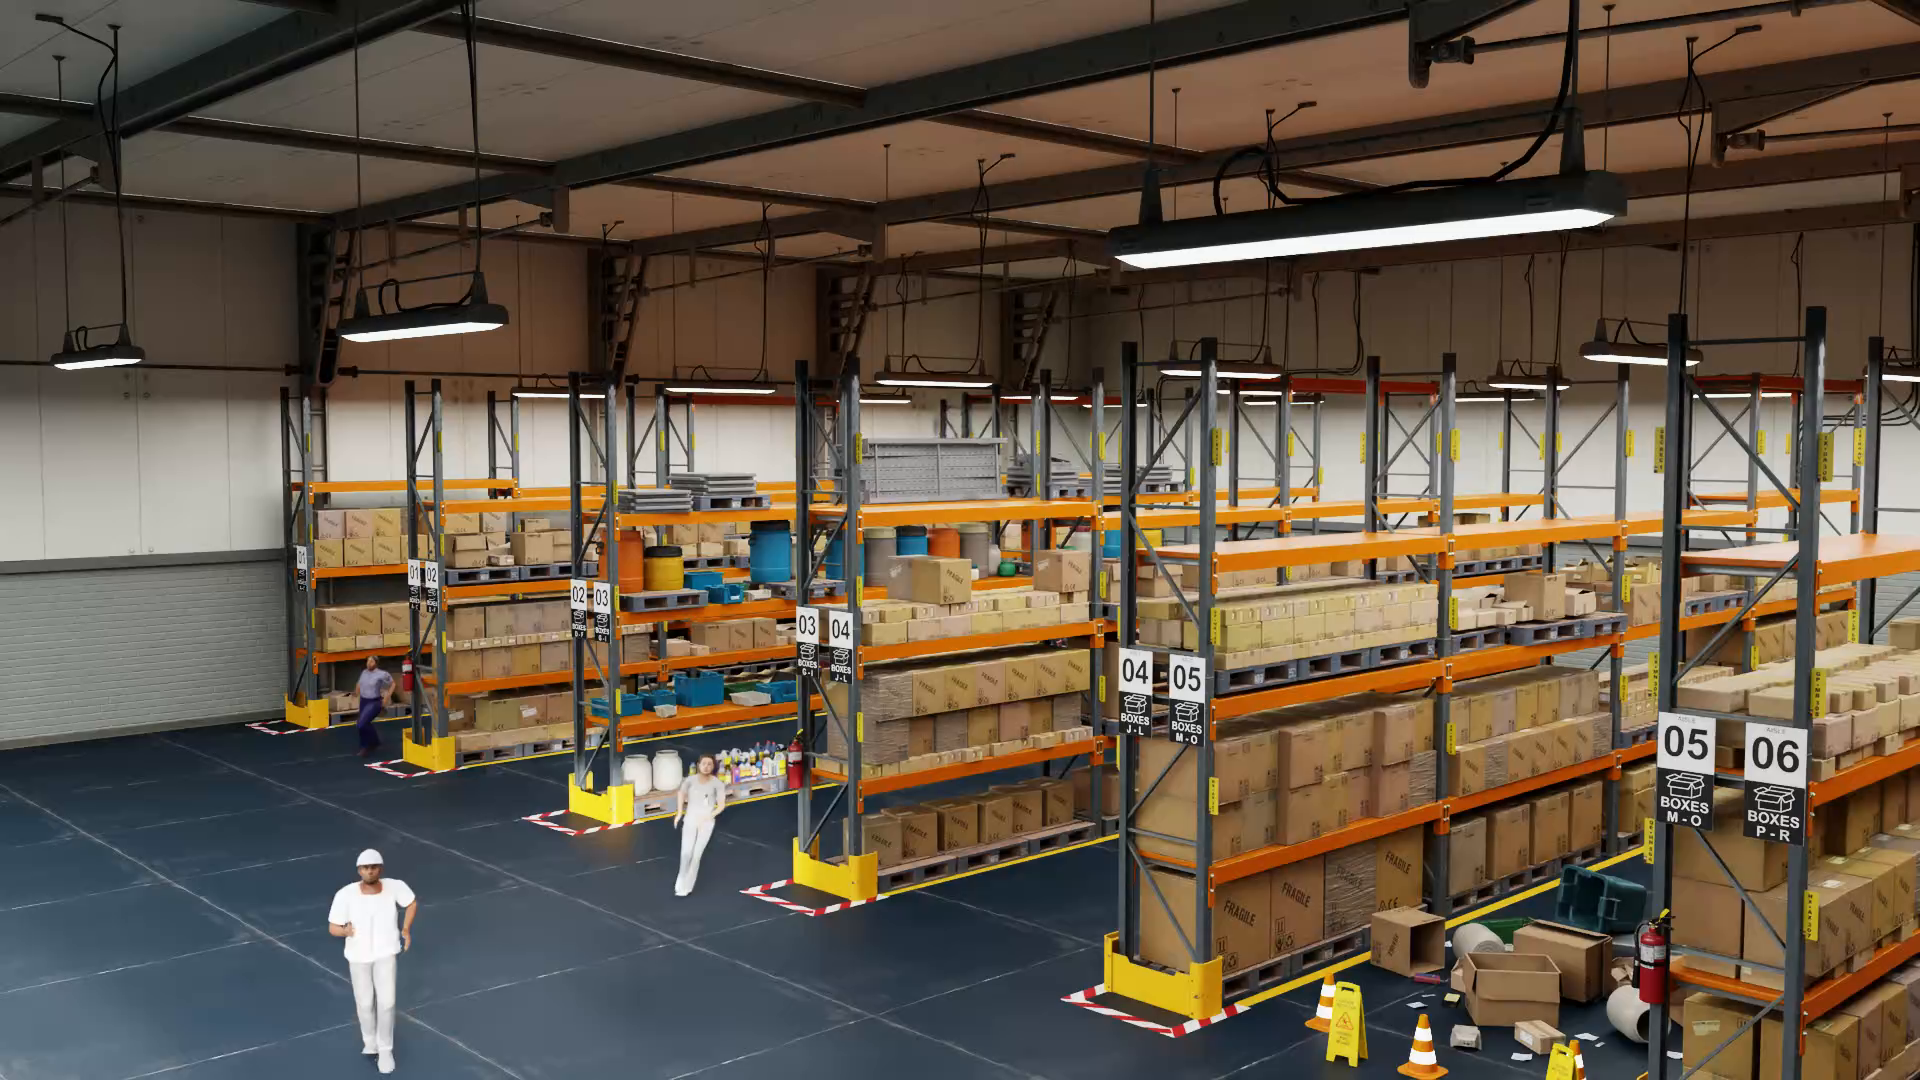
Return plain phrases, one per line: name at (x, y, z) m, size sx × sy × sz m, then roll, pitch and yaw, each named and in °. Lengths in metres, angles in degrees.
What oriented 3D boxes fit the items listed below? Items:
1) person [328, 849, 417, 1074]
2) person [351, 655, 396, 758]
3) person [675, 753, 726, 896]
person at (-4.777, 3.421, 13.541) m, size 0.673 × 1.812 × 0.706 m, roll -1°, pitch 4°, yaw -16°
person at (-9.451, 2.666, 26.717) m, size 0.689 × 1.662 × 0.677 m, roll 2°, pitch 4°, yaw 30°
person at (-2.893, 3.172, 18.445) m, size 0.583 × 1.603 × 0.568 m, roll 0°, pitch 4°, yaw 0°
